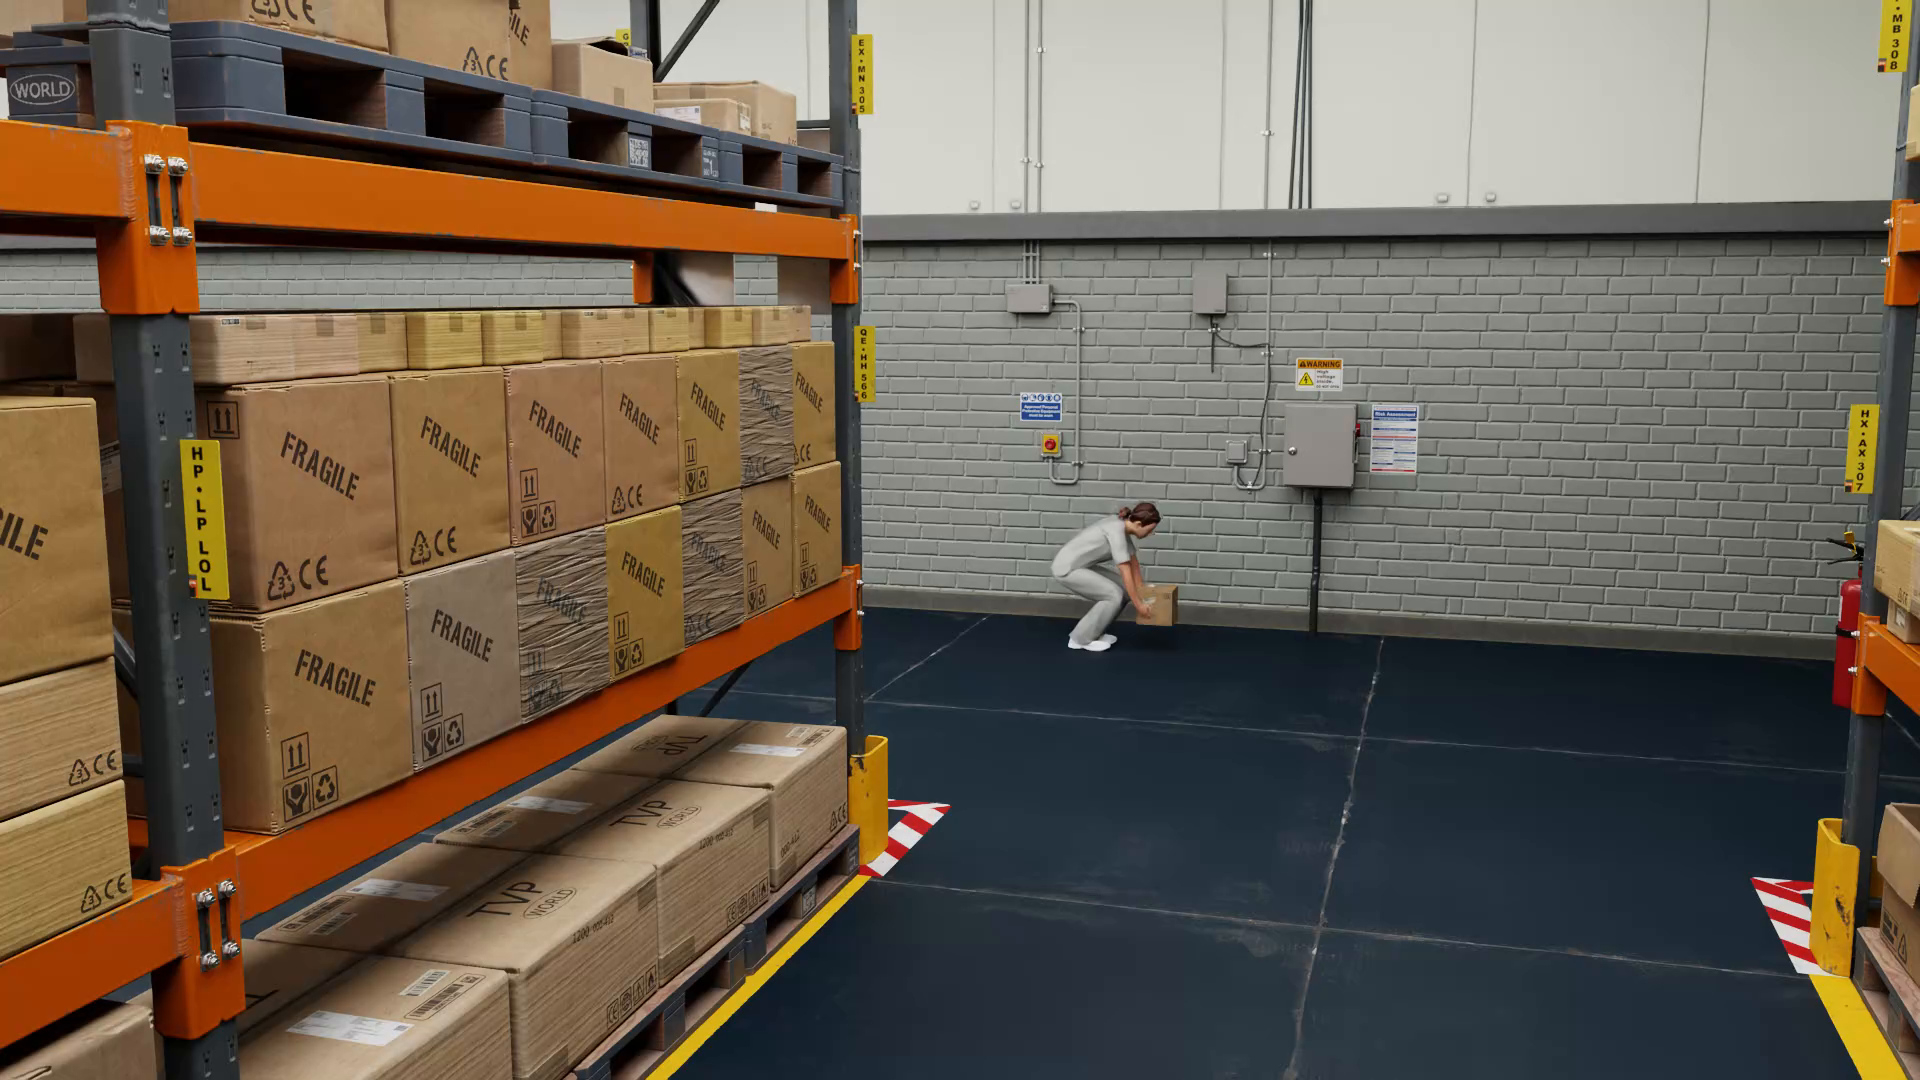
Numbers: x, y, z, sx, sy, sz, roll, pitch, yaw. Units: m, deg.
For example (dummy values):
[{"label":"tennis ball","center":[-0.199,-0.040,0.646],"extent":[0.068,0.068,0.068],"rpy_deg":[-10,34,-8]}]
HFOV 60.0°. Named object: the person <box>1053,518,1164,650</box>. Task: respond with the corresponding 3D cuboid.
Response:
[{"label":"person","center":[1.073,0.303,11.831],"extent":[0.804,0.938,0.487],"rpy_deg":[2,9,16]}]
